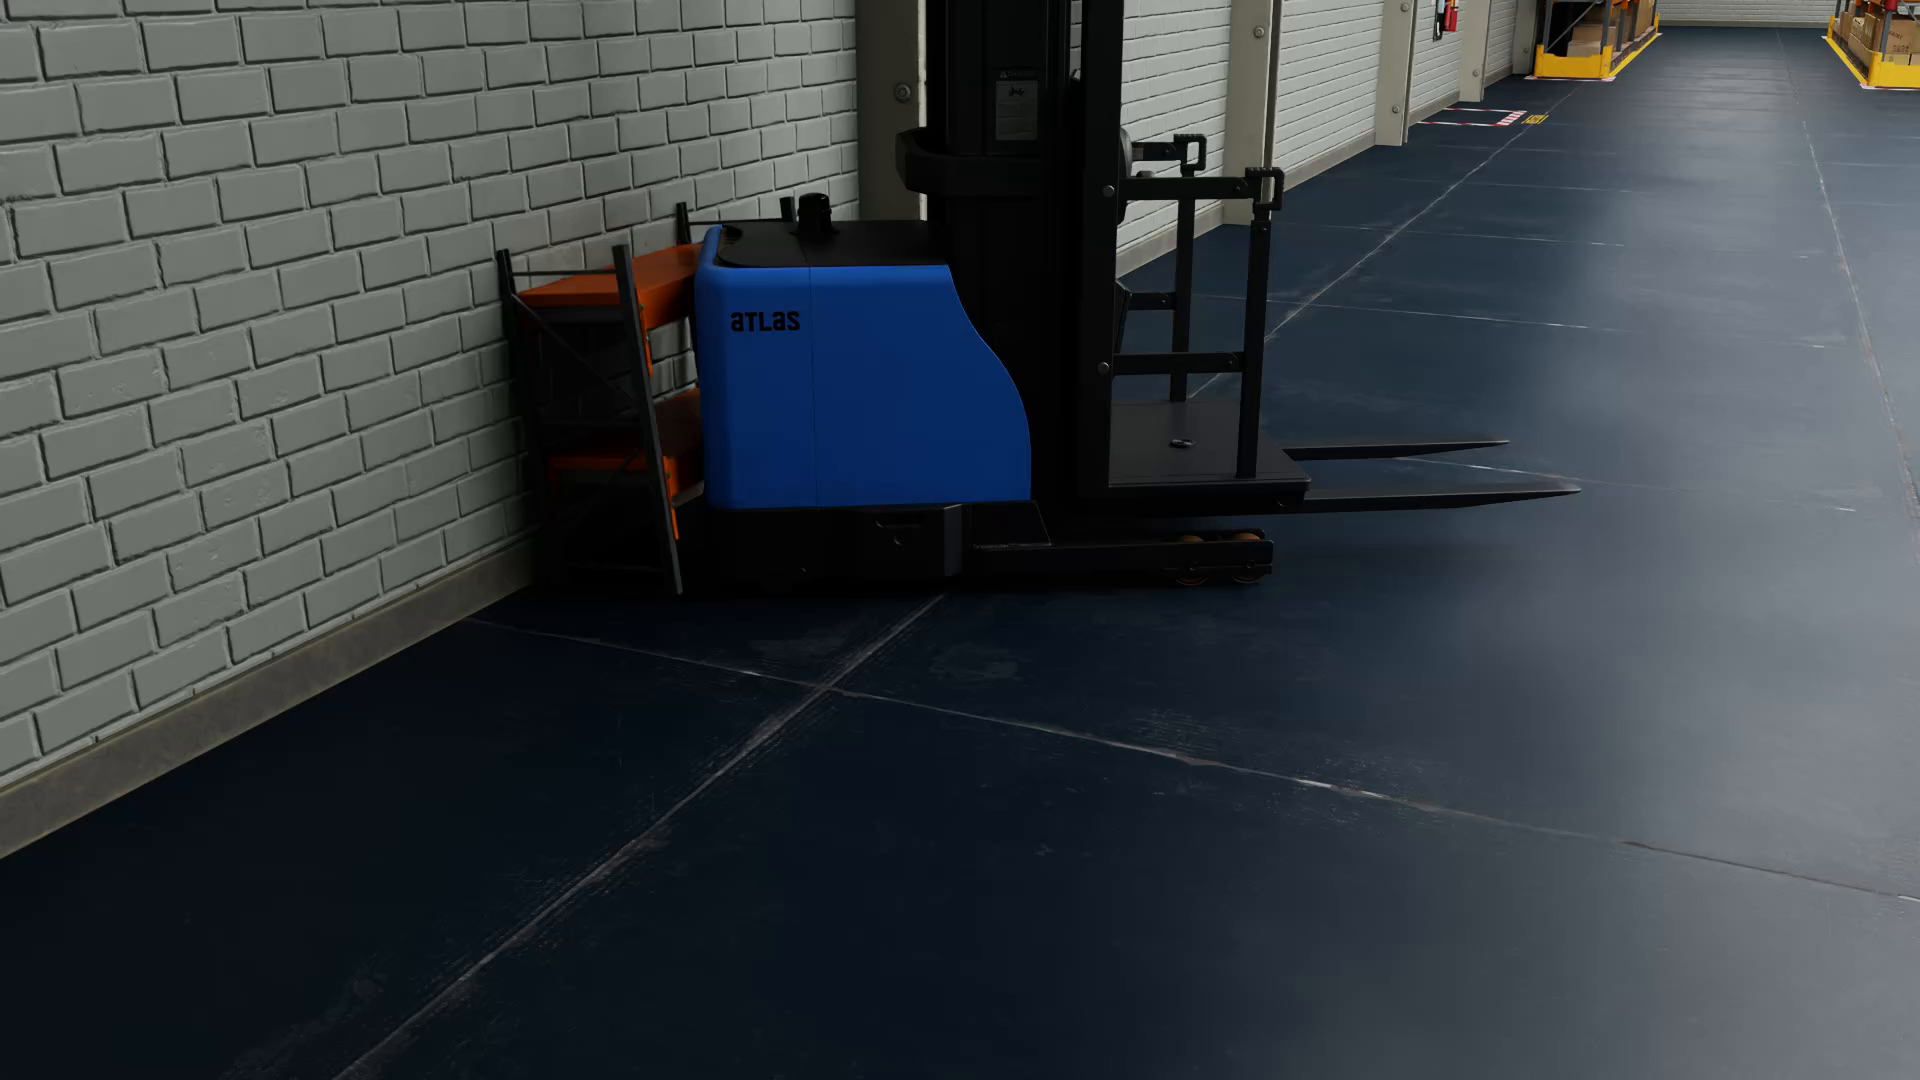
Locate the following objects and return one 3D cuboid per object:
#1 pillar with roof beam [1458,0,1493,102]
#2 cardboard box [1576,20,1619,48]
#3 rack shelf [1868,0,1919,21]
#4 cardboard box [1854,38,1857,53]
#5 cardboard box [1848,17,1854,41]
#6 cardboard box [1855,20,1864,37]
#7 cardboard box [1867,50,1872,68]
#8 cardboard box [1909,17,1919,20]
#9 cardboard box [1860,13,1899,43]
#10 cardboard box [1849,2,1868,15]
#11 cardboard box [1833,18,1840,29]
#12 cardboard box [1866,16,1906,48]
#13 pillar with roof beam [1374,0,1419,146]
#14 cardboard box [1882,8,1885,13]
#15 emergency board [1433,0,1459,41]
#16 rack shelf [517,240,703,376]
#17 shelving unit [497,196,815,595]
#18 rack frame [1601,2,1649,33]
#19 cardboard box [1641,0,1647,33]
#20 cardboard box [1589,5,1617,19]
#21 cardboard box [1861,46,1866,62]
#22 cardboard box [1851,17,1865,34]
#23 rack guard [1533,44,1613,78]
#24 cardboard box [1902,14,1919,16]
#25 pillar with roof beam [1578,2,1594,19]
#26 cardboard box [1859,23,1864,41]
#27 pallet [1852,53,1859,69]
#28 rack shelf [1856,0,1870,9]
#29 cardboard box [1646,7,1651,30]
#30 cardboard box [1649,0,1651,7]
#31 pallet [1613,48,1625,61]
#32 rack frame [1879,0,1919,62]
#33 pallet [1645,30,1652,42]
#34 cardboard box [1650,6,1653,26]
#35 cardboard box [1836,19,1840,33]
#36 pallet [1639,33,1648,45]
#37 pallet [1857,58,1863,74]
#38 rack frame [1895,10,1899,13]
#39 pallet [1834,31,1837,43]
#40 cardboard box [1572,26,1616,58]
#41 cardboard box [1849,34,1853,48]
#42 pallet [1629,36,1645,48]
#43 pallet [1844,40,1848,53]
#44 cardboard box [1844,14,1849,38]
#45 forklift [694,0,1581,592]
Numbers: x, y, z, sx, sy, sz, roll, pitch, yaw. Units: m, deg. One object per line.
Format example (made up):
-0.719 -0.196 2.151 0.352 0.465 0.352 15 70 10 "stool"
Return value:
11.064 -9.807 20.114 9.100 9.000 0.400 9 21 23 "pillar with roof beam"
12.021 -9.552 31.425 0.700 0.500 0.500 9 22 25 "cardboard box"
15.436 -8.666 26.934 1.077 0.370 4.000 9 21 23 "rack shelf"
16.578 -8.996 30.265 0.500 0.250 0.500 9 21 24 "cardboard box"
18.062 -10.187 33.211 0.500 0.500 0.500 9 22 25 "cardboard box"
16.782 -9.412 30.596 0.500 0.311 0.500 8 21 22 "cardboard box"
14.761 -7.655 26.494 0.500 0.250 0.500 9 21 23 "cardboard box"
15.436 -8.091 26.600 0.500 0.500 0.500 9 21 23 "cardboard box"
15.780 -8.773 28.520 0.500 0.500 0.500 9 21 23 "cardboard box"
18.496 -10.871 34.016 0.500 0.250 0.500 8 21 22 "cardboard box"
20.483 -11.917 38.447 0.500 0.250 0.500 9 21 23 "cardboard box"
15.167 -8.315 27.229 0.500 0.500 0.500 9 21 23 "cardboard box"
8.607 -7.973 14.957 9.100 9.000 0.400 9 21 23 "pillar with roof beam"
21.171 -12.114 38.630 0.500 0.500 0.500 9 21 23 "cardboard box"
6.090 -6.821 20.671 0.194 1.169 0.643 9 21 23 "emergency board"
-1.004 -0.809 5.650 0.538 0.278 1.000 3 20 25 "rack shelf"
-0.976 -0.532 5.740 0.538 1.125 1.048 3 20 25 "shelving unit"
15.010 -12.741 37.317 1.000 3.000 0.127 9 21 23 "rack frame"
14.501 -11.437 36.233 0.750 0.750 0.750 9 22 24 "cardboard box"
12.407 -10.200 32.128 0.500 0.250 0.500 8 21 21 "cardboard box"
15.370 -8.114 27.786 0.500 0.250 0.500 9 21 23 "cardboard box"
17.411 -9.886 31.931 0.500 0.311 0.500 9 22 25 "cardboard box"
10.127 -7.918 27.487 1.175 0.500 0.348 9 21 23 "rack guard"
16.049 -8.549 27.889 0.500 0.500 0.500 9 21 23 "cardboard box"
18.435 -15.309 35.587 9.100 9.000 0.400 9 21 23 "pillar with roof beam"
16.159 -8.946 29.288 0.500 0.311 0.500 9 21 23 "cardboard box"
16.521 -8.533 29.648 1.003 0.211 1.213 9 21 23 "pallet"
17.074 -9.889 30.372 1.077 0.370 4.000 9 21 23 "rack shelf"
15.831 -12.285 39.140 0.700 0.500 0.500 9 22 24 "cardboard box"
15.930 -12.520 38.833 0.380 0.149 0.250 8 21 21 "cardboard box"
12.052 -9.220 31.578 1.003 0.211 1.213 9 21 23 "pallet"
14.617 -8.394 25.094 1.000 3.000 0.127 9 21 23 "rack frame"
15.393 -11.649 38.408 1.003 0.211 1.213 9 21 23 "pallet"
16.453 -12.756 40.464 0.700 0.500 0.500 9 21 23 "cardboard box"
19.813 -11.445 37.030 0.500 0.311 0.500 9 21 23 "cardboard box"
14.763 -11.181 37.092 1.003 0.211 1.213 9 21 23 "pallet"
15.891 -8.065 28.333 1.003 0.211 1.213 9 21 23 "pallet"
16.255 -9.617 28.533 1.000 3.000 0.127 9 21 23 "rack frame"
20.311 -11.332 37.519 1.003 0.211 1.213 9 21 23 "pallet"
11.041 -8.693 29.009 0.700 0.500 0.500 7 21 19 "cardboard box"
17.206 -9.468 31.592 0.500 0.250 0.500 8 21 21 "cardboard box"
14.265 -10.806 36.040 1.003 0.211 1.213 9 21 23 "pallet"
18.734 -10.120 34.110 1.003 0.211 1.213 9 21 23 "pallet"
18.691 -10.661 34.543 0.500 0.500 0.500 9 21 23 "cardboard box"
0.626 -1.403 5.539 3.031 2.935 1.130 -2 20 -6 "forklift"
